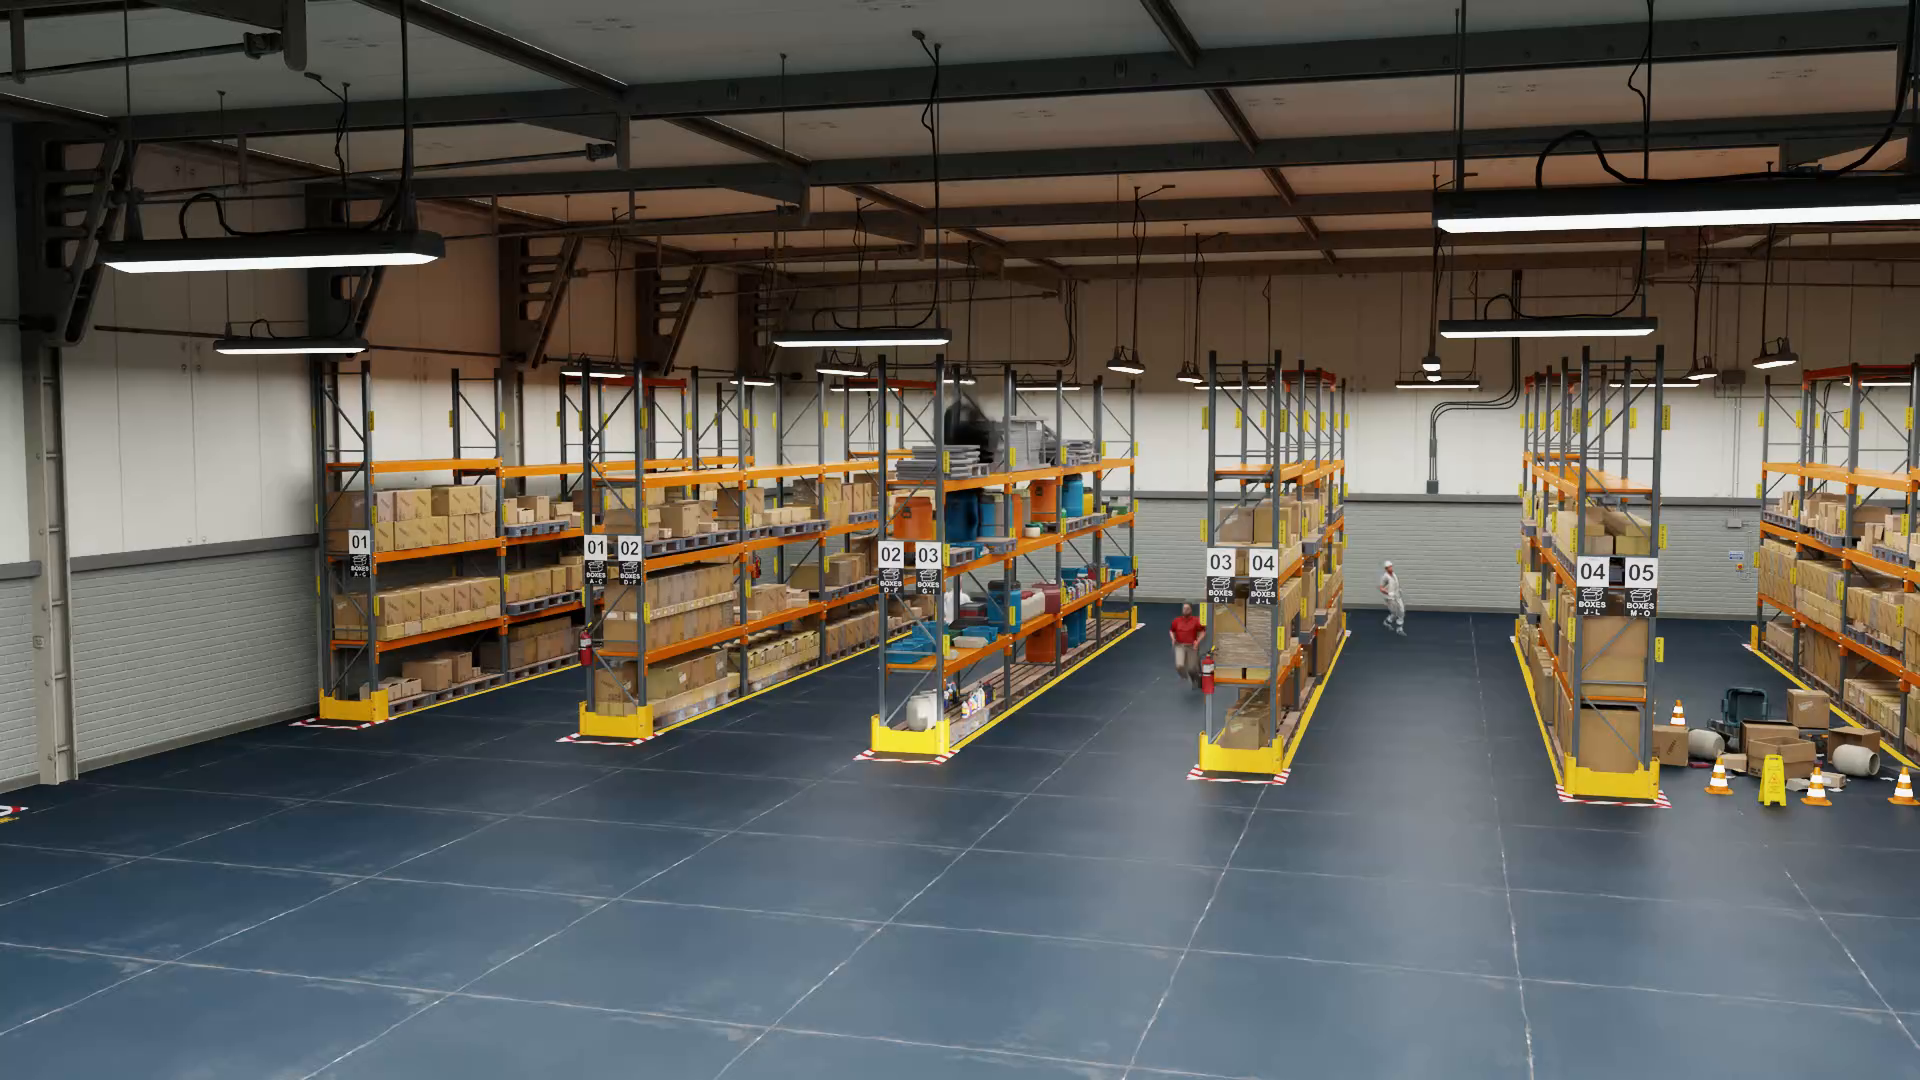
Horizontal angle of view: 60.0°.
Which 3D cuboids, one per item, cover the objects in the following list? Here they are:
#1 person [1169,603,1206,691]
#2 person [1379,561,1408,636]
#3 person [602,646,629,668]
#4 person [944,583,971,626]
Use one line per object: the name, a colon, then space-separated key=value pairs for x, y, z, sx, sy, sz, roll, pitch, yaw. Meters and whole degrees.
person: x=4.084 y=1.944 z=30.015 sx=0.660 sy=1.613 sz=0.699 roll=1 pitch=4 yaw=16
person: x=10.063 y=1.368 z=38.877 sx=0.679 sy=1.739 sz=0.692 roll=-3 pitch=5 yaw=-37
person: x=-6.121 y=1.985 z=30.218 sx=0.668 sy=1.728 sz=0.639 roll=1 pitch=4 yaw=12
person: x=-0.088 y=1.712 z=33.961 sx=0.711 sy=1.769 sz=0.899 roll=1 pitch=4 yaw=10
